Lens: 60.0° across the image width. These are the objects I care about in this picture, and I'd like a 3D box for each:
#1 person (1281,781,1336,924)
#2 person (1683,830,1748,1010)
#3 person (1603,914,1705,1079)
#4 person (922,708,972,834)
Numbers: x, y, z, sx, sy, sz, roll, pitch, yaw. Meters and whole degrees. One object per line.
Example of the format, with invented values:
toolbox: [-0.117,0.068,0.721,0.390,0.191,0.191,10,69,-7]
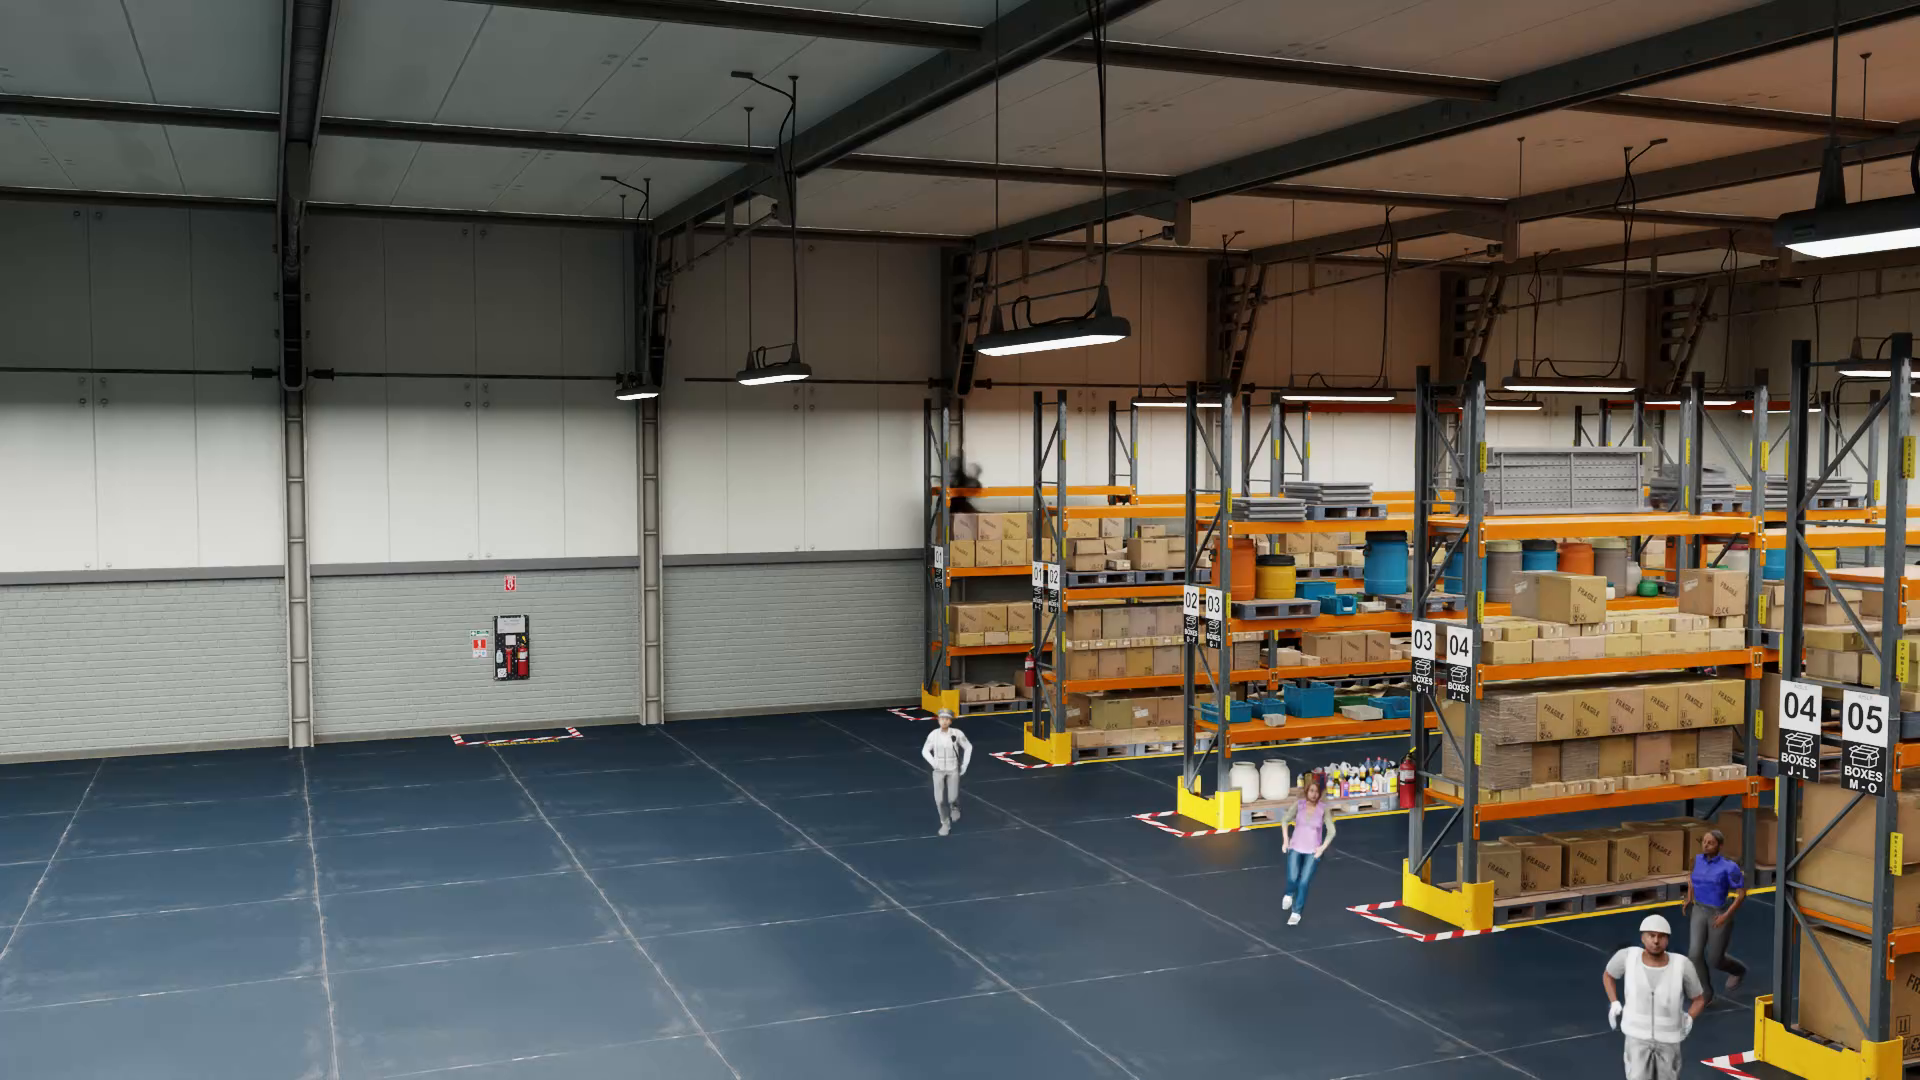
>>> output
person: [3.744,3.347,17.880,0.583,1.548,0.498,1,3,14]
person: [6.959,3.465,15.298,0.703,1.645,0.593,-2,4,-33]
person: [4.993,3.576,11.992,0.682,1.783,0.931,1,4,21]
person: [-0.183,3.047,21.934,0.658,1.665,0.524,0,3,5]
